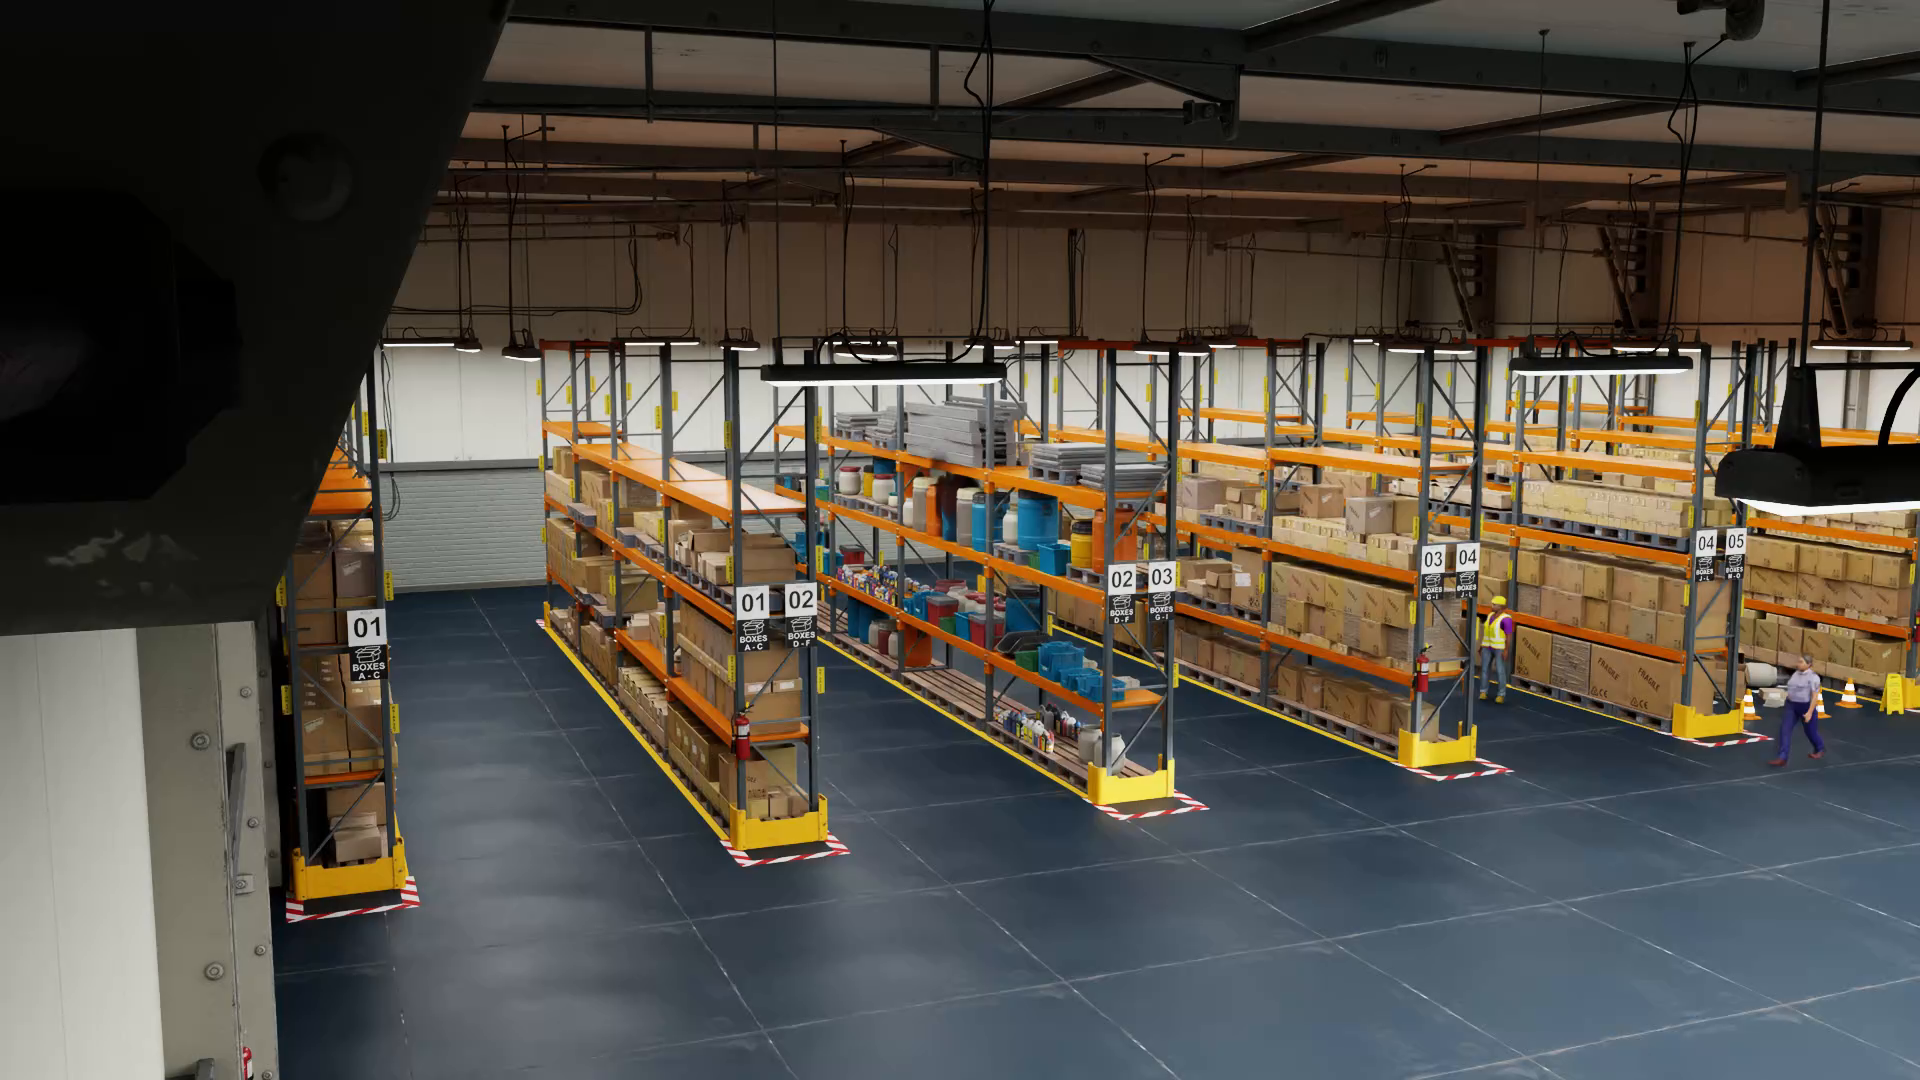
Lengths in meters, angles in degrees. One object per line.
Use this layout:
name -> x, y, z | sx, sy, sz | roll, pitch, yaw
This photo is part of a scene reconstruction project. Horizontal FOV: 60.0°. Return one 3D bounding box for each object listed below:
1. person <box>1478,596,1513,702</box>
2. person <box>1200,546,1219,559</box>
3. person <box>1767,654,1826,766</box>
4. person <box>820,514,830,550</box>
person -> 8.997, 1.818, 27.946 | 0.612, 1.770, 0.414 | 7, 10, 44
person -> 6.351, 0.102, 41.904 | 0.833, 1.553, 0.466 | -1, 8, -9
person -> 12.094, 2.433, 23.885 | 0.982, 1.607, 0.481 | -6, 10, -39
person -> -3.353, 0.204, 40.532 | 0.540, 1.714, 0.650 | 1, 7, 6
